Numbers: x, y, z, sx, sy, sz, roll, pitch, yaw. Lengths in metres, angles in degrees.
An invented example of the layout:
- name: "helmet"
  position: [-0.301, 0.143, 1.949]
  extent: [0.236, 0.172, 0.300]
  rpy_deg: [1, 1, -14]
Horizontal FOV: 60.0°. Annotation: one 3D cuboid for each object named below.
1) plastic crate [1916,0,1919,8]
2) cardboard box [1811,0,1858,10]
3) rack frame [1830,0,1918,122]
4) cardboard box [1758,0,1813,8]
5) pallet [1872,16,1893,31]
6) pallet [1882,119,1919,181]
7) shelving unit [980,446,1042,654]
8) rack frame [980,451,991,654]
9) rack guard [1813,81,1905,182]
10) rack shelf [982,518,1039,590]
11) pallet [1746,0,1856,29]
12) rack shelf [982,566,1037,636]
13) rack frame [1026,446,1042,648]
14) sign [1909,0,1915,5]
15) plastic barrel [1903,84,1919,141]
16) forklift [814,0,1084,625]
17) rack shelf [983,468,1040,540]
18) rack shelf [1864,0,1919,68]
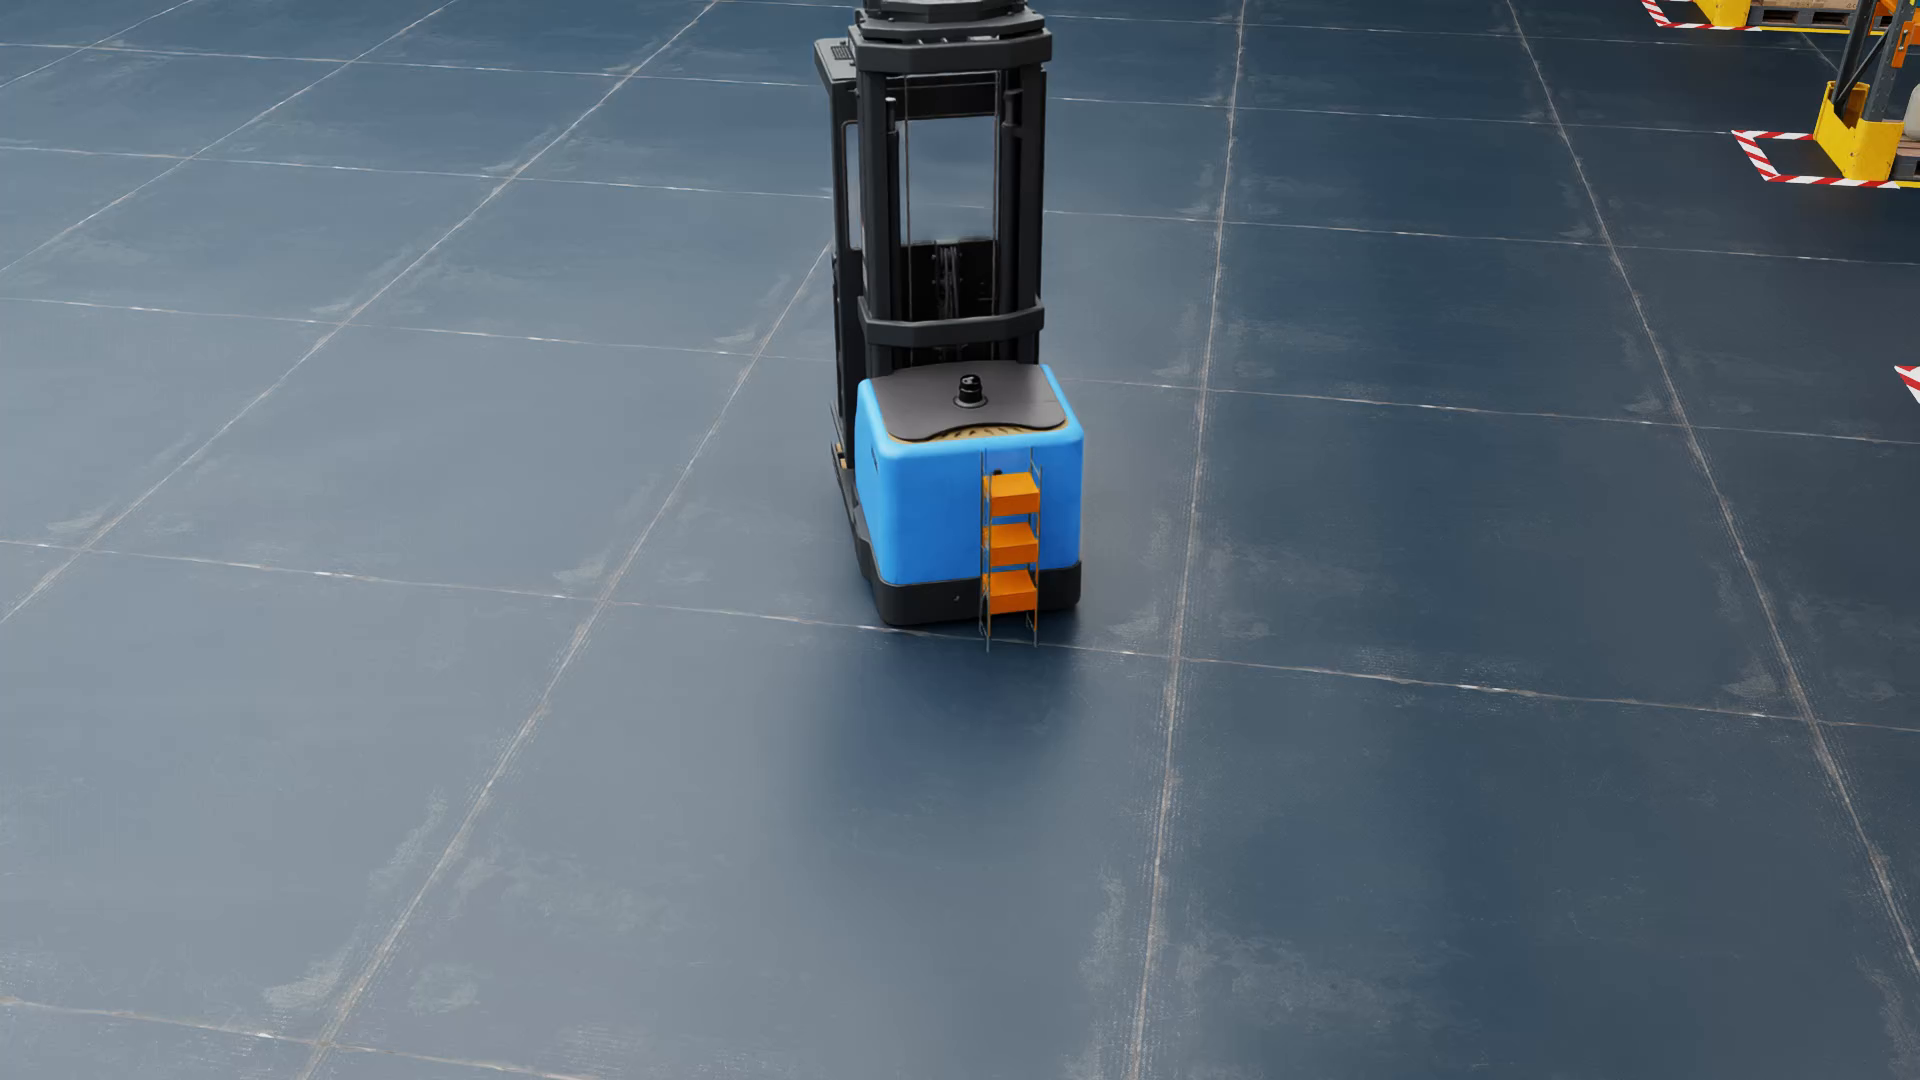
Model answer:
- name: "plastic crate"
  position: [8.273, -4.659, 14.006]
  extent: [0.616, 0.251, 0.499]
  rpy_deg: [5, 32, 8]
- name: "cardboard box"
  position: [9.551, -6.006, 18.214]
  extent: [0.500, 0.250, 0.500]
  rpy_deg: [5, 32, 8]
- name: "rack frame"
  position: [7.729, -4.610, 13.788]
  extent: [0.127, 3.000, 1.000]
  rpy_deg: [5, 32, 8]
- name: "cardboard box"
  position: [9.057, -6.049, 18.282]
  extent: [0.500, 0.250, 0.500]
  rpy_deg: [5, 32, 8]
- name: "pallet"
  position: [10.526, -5.862, 18.416]
  extent: [1.213, 0.211, 1.003]
  rpy_deg: [5, 32, 8]
- name: "pallet"
  position: [8.612, -3.371, 14.436]
  extent: [1.213, 0.211, 1.003]
  rpy_deg: [5, 32, 8]
- name: "shelving unit"
  position: [0.243, 0.060, 8.165]
  extent: [0.252, 1.050, 0.215]
  rpy_deg: [-6, 33, -10]
- name: "rack frame"
  position: [0.124, 0.073, 8.145]
  extent: [0.008, 1.050, 0.200]
  rpy_deg: [-6, 33, -10]
- name: "rack guard"
  position: [7.812, -3.568, 14.480]
  extent: [0.348, 0.500, 1.175]
  rpy_deg: [5, 32, 8]
- name: "rack shelf"
  position: [0.243, 0.069, 8.171]
  extent: [0.240, 0.259, 0.215]
  rpy_deg: [-6, 33, -10]
- name: "pallet"
  position: [9.327, -5.972, 18.592]
  extent: [1.213, 0.211, 1.003]
  rpy_deg: [5, 32, 8]
- name: "rack shelf"
  position: [0.243, 0.304, 8.318]
  extent: [0.240, 0.259, 0.215]
  rpy_deg: [-6, 33, -10]
- name: "rack frame"
  position: [0.363, 0.046, 8.186]
  extent: [0.008, 1.050, 0.200]
  rpy_deg: [-6, 33, -10]
- name: "sign"
  position: [7.632, -4.440, 13.256]
  extent: [0.005, 0.325, 0.100]
  rpy_deg: [5, 32, 8]
- name: "plastic barrel"
  position: [8.391, -3.715, 14.307]
  extent: [0.421, 0.512, 0.421]
  rpy_deg: [0, 32, 0]
- name: "forklift"
  position: [-0.156, -1.581, 9.013]
  extent: [1.130, 2.935, 3.031]
  rpy_deg: [-6, 33, -9]
- name: "rack shelf"
  position: [0.243, -0.172, 8.020]
  extent: [0.240, 0.259, 0.215]
  rpy_deg: [-6, 33, -10]
- name: "rack shelf"
  position: [9.701, -4.127, 13.694]
  extent: [4.000, 0.370, 1.077]
  rpy_deg: [5, 32, 8]
